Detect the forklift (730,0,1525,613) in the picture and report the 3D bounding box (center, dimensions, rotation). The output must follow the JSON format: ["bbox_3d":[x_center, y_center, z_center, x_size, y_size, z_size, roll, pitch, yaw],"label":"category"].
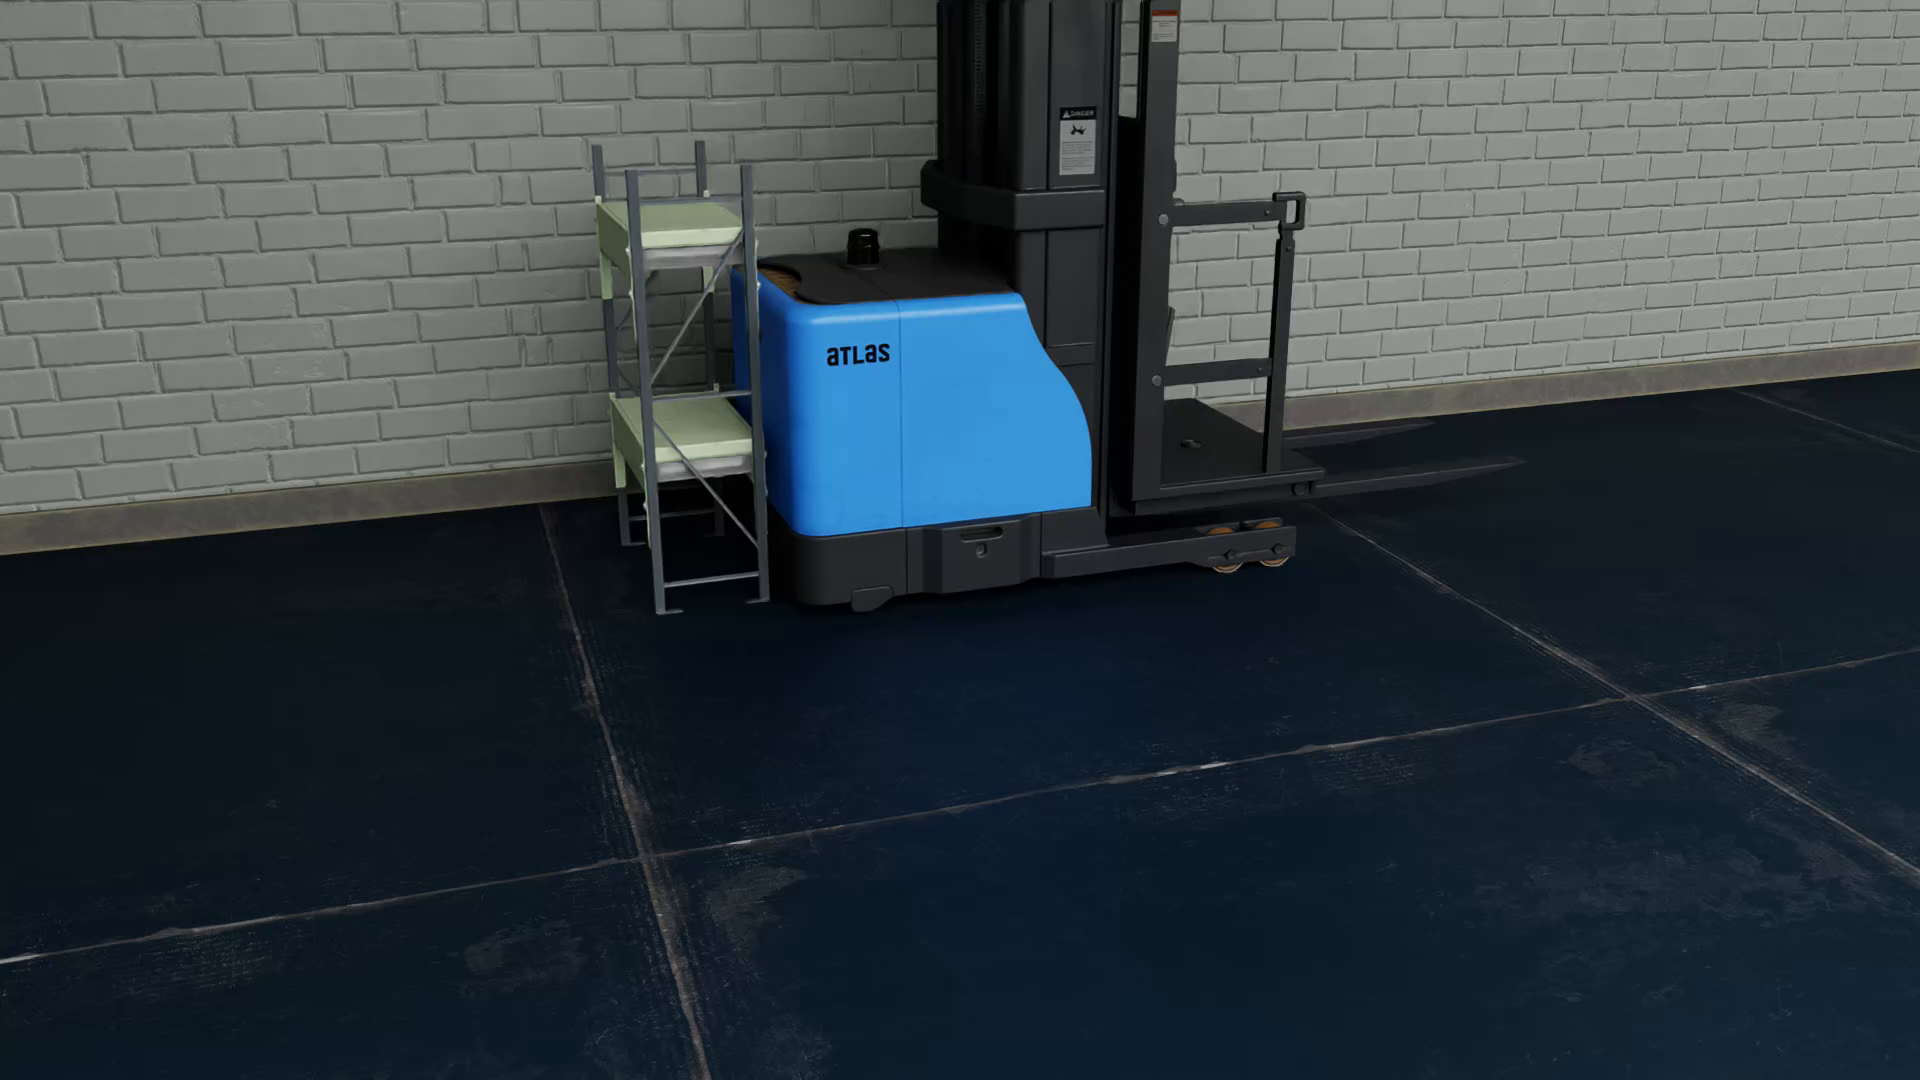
[{"bbox_3d":[0.716,-1.418,6.029,3.031,2.935,1.130,-7,21,-18],"label":"forklift"}]

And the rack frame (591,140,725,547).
[{"bbox_3d":[-1.106,-0.705,6.161,0.400,1.500,0.023,-7,21,-19],"label":"rack frame"}]

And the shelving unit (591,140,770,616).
[{"bbox_3d":[-0.981,-0.589,5.837,0.431,1.500,0.755,-7,21,-19],"label":"shelving unit"}]

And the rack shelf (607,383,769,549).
[{"bbox_3d":[-0.981,-0.282,5.947,0.431,0.370,0.720,-7,21,-19],"label":"rack shelf"}]

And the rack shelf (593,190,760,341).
[{"bbox_3d":[-0.981,-0.956,5.705,0.431,0.370,0.720,-7,21,-19],"label":"rack shelf"}]

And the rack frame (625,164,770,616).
[{"bbox_3d":[-0.856,-0.472,5.513,0.400,1.500,0.023,-7,21,-19],"label":"rack frame"}]
